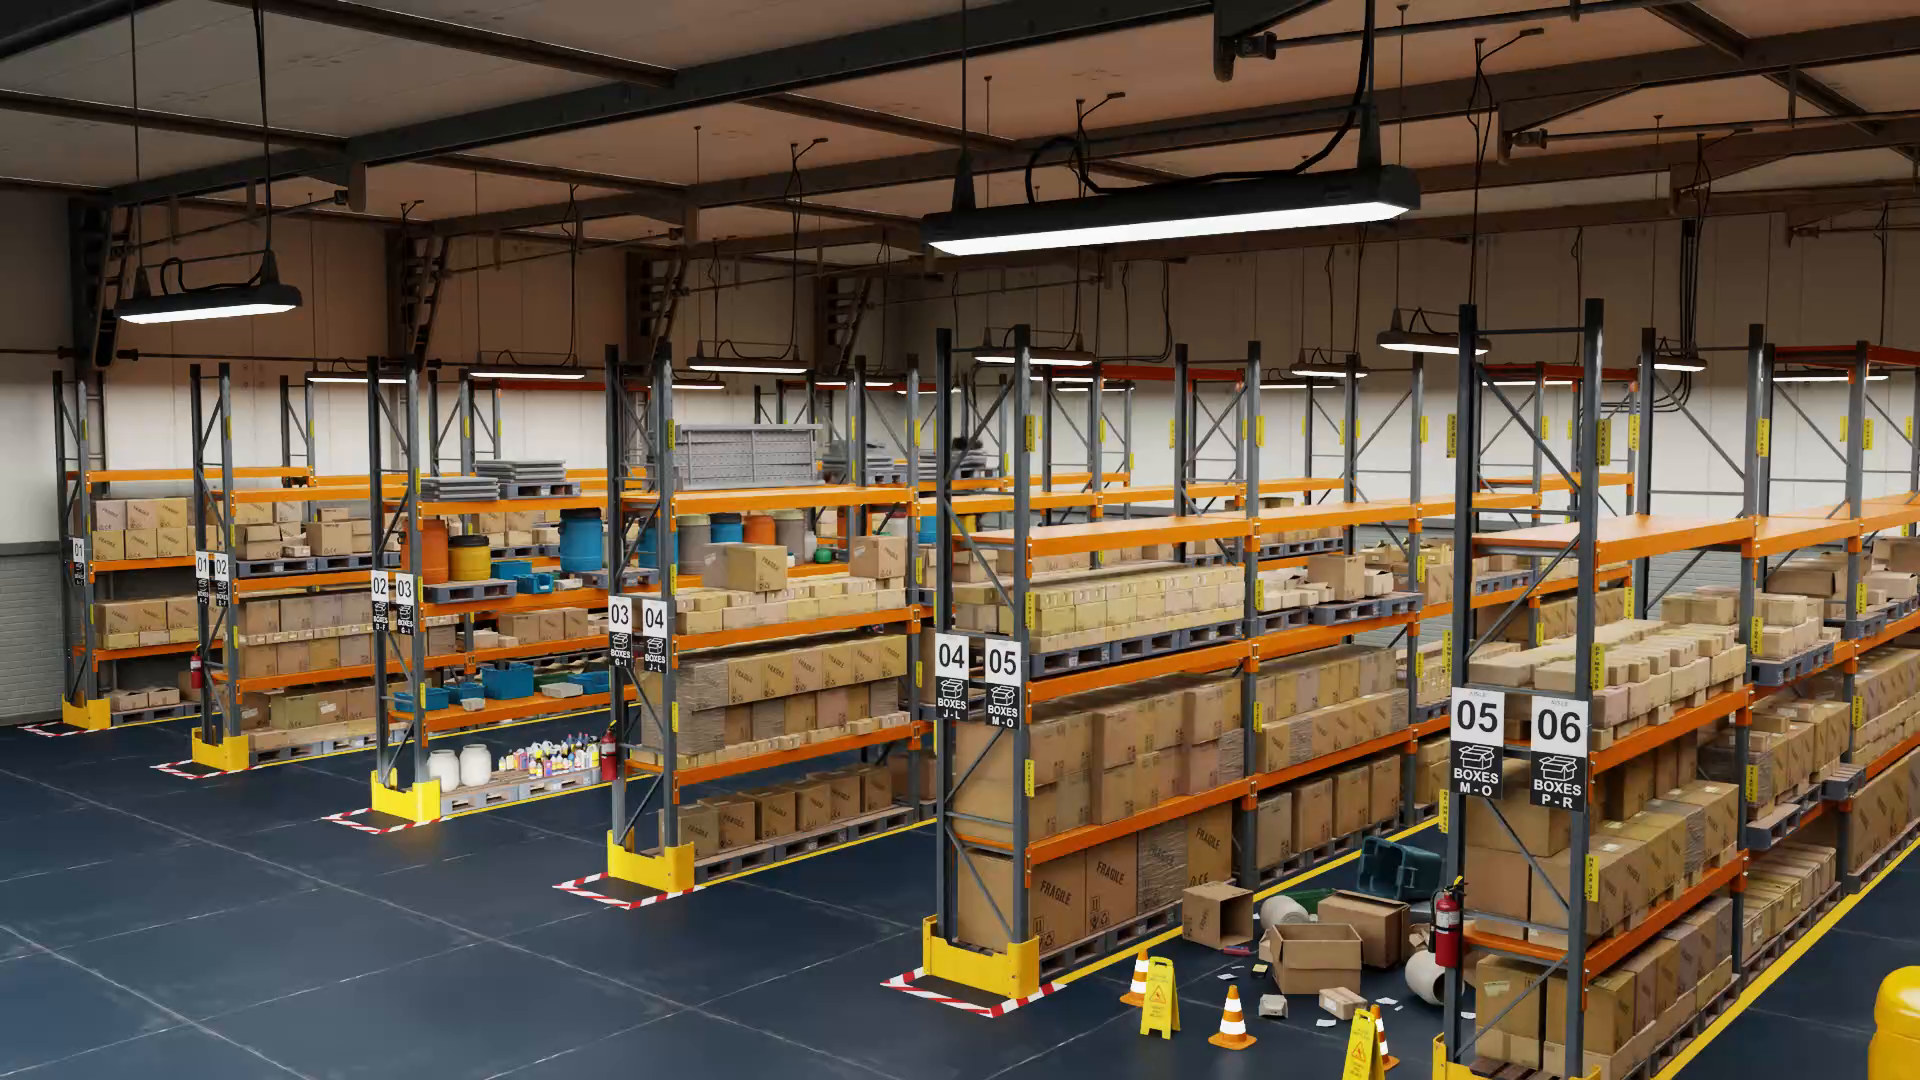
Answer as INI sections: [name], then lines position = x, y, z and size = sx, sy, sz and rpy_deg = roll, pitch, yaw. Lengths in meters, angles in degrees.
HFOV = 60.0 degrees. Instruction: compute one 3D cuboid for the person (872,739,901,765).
[person]
position = -1.065, 2.490, 25.128
size = 0.713, 1.736, 0.897
rpy_deg = 3, 5, 33
